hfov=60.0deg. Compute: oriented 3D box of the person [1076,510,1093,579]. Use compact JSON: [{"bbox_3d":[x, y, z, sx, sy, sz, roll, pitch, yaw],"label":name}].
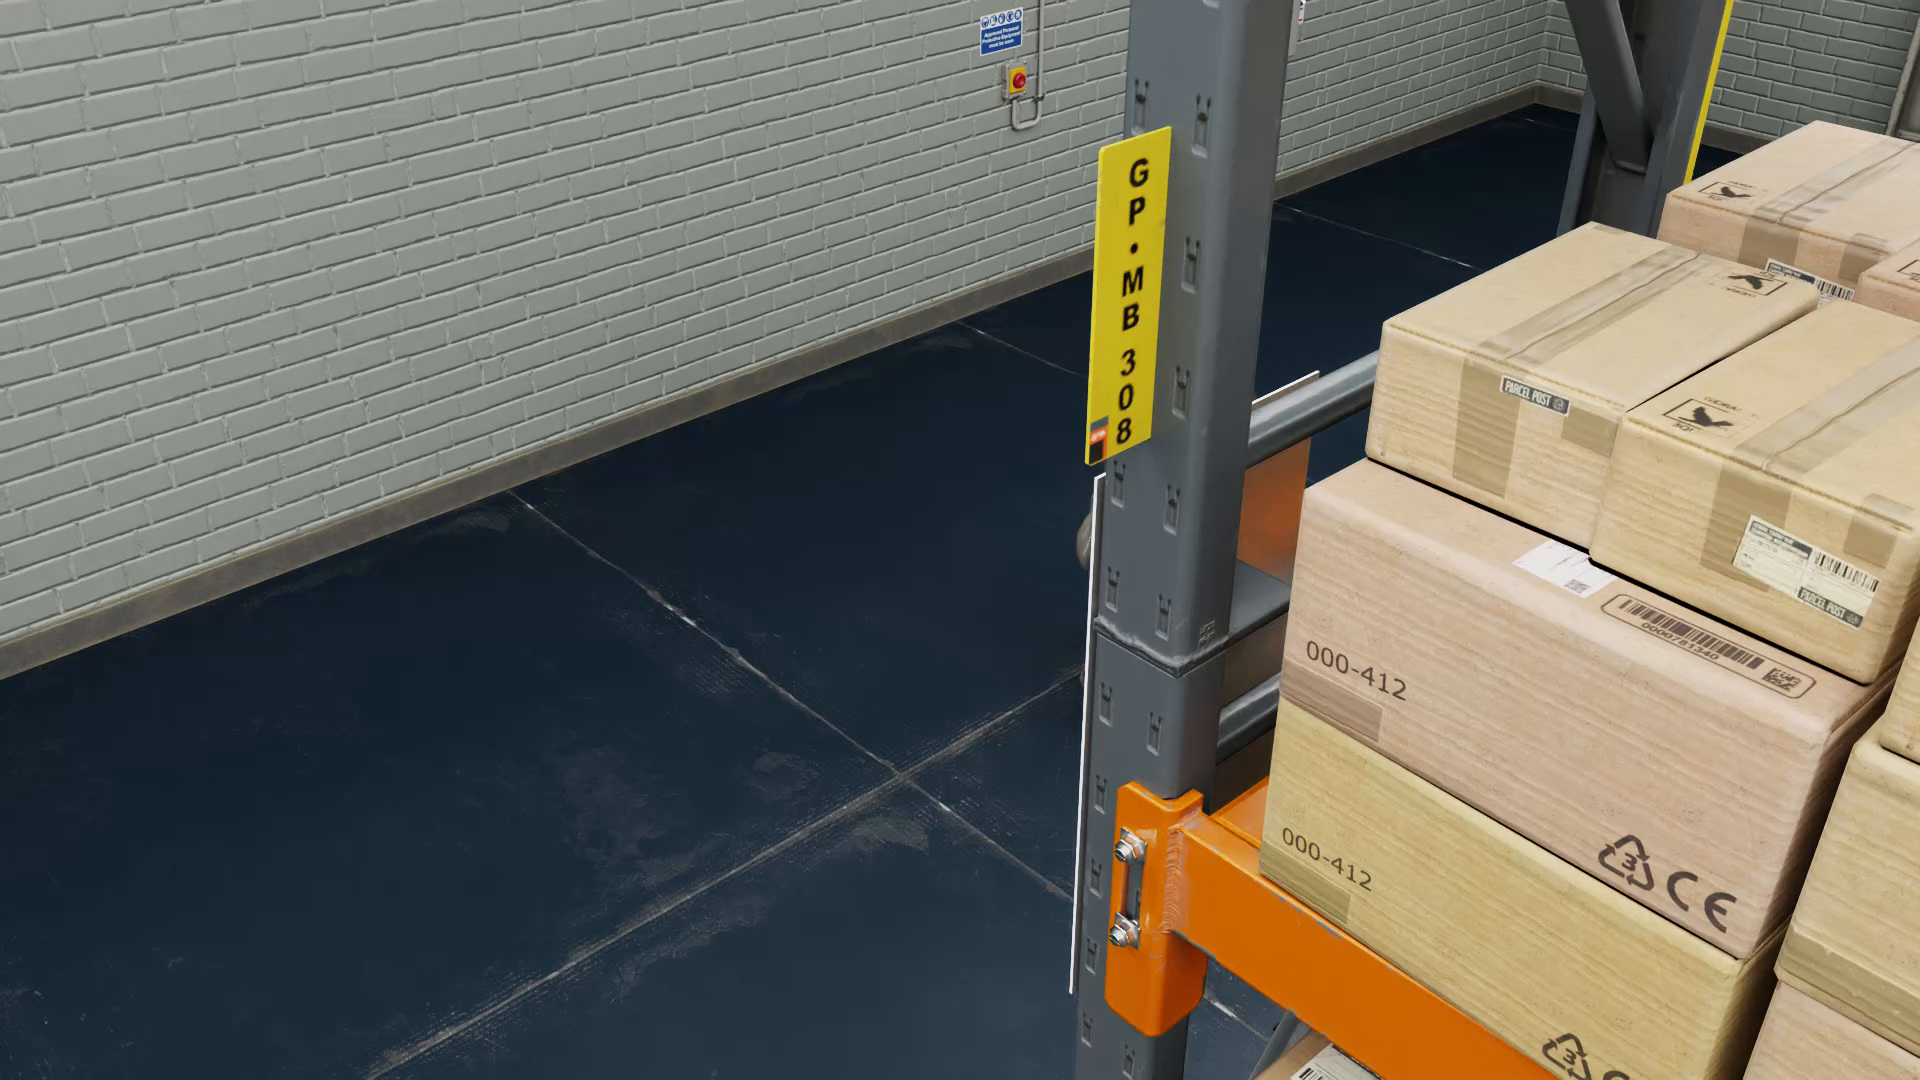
[{"bbox_3d":[0.868,0.102,6.433,0.587,1.261,0.715,-26,40,-35],"label":"person"}]
